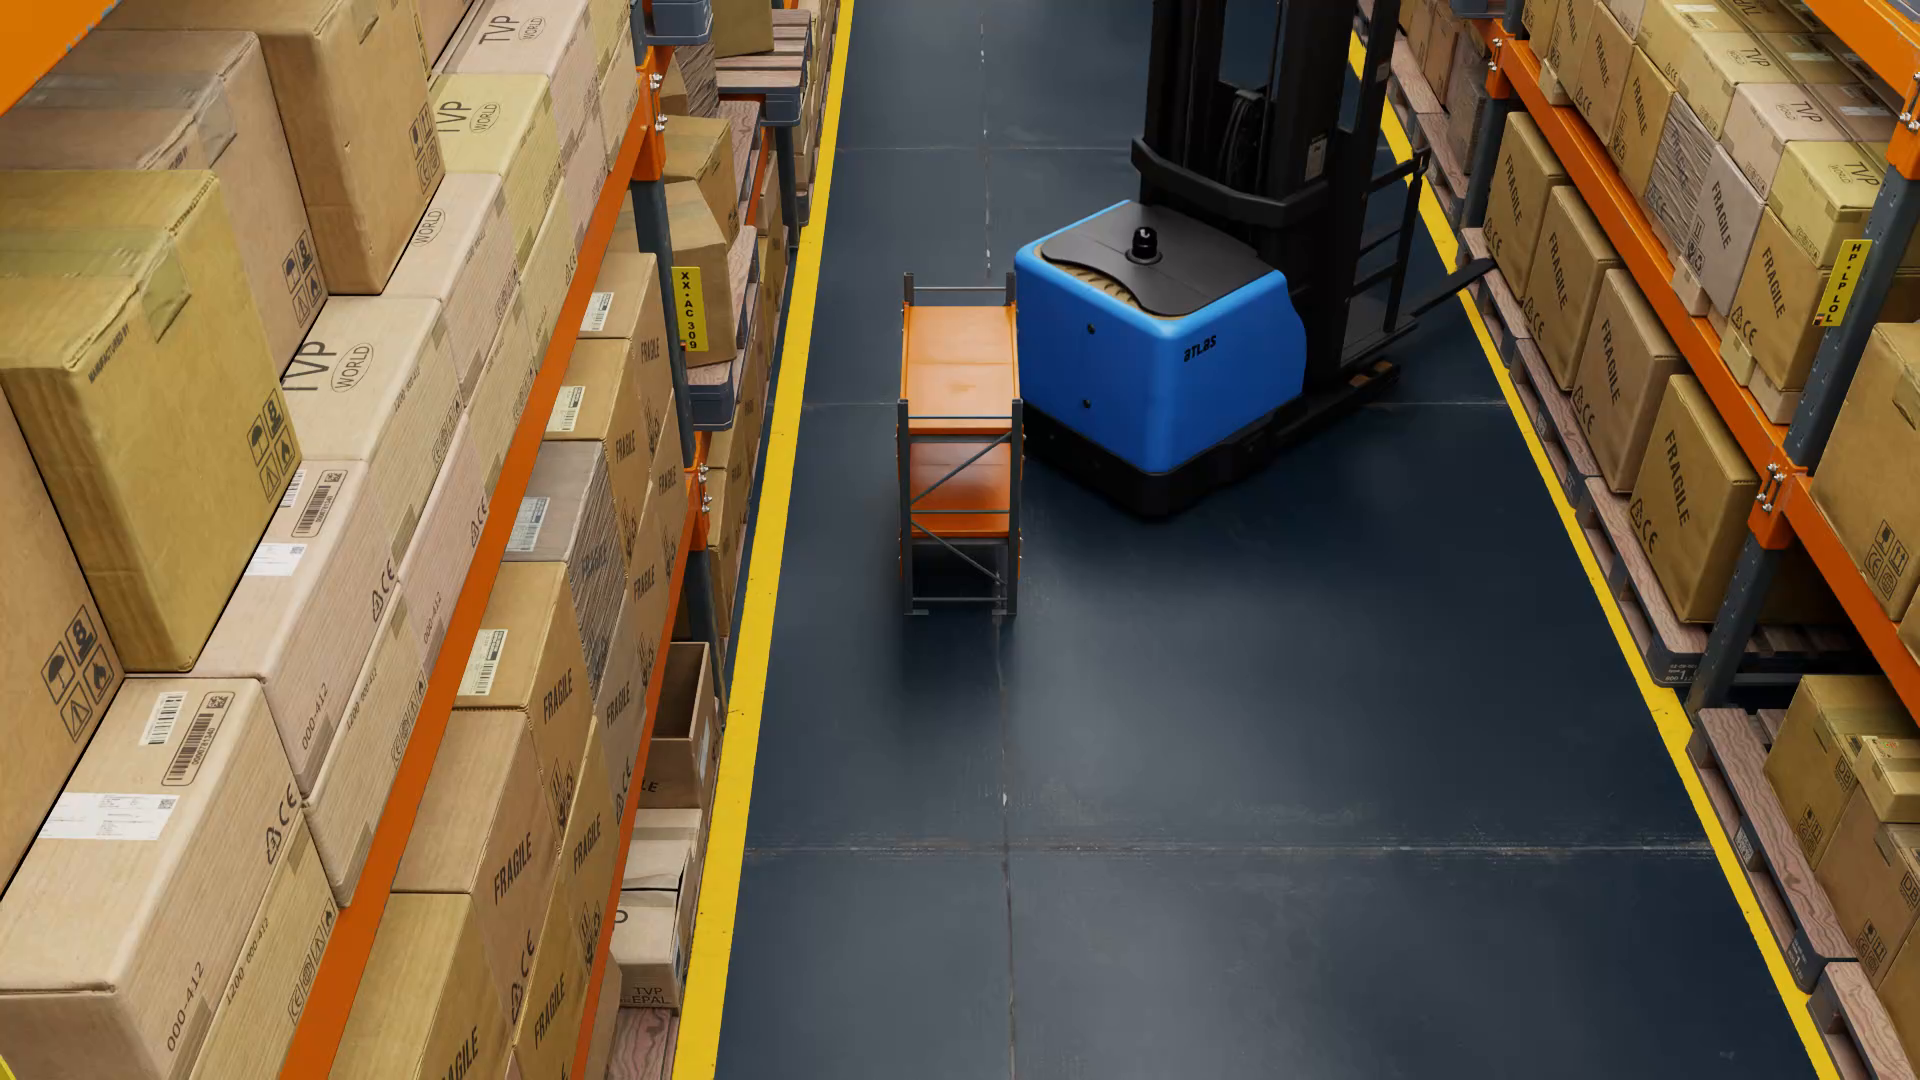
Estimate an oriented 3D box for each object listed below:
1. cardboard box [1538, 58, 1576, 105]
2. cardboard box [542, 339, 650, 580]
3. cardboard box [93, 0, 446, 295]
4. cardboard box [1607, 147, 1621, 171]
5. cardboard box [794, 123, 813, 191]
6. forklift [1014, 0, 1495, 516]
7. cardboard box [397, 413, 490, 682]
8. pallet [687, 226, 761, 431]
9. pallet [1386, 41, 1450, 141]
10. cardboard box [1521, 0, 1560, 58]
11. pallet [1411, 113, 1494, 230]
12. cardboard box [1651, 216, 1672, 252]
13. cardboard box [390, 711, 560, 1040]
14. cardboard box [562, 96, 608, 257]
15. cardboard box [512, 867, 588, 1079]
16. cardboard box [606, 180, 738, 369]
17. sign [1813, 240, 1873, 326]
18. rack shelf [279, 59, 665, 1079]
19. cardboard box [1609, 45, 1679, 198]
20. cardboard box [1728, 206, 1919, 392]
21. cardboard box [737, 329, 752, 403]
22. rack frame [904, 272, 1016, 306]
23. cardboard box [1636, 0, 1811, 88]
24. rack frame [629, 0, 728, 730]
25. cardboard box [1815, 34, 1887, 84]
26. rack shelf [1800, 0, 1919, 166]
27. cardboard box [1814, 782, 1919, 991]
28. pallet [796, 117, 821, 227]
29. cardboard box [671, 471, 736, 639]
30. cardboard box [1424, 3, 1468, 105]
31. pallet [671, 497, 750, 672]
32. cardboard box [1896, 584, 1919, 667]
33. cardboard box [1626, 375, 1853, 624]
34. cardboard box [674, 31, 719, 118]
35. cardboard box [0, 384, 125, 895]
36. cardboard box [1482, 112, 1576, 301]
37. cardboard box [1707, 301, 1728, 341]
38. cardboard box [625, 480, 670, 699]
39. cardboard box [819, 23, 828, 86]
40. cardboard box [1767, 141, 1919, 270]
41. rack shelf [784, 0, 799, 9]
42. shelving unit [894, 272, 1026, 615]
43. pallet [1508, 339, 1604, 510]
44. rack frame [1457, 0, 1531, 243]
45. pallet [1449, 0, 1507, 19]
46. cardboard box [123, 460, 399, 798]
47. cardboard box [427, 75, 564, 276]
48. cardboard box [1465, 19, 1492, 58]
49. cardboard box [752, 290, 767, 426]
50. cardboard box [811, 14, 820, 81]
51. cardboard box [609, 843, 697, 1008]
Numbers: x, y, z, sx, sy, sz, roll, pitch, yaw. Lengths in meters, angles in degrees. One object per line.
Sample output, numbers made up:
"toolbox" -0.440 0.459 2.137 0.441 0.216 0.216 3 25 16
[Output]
"cardboard box" 3.166 -2.324 8.436 0.380 0.149 0.250 1 39 1
"cardboard box" -1.197 -0.229 4.758 0.500 0.500 0.500 -1 39 -1
"cardboard box" -1.402 -0.794 3.064 0.700 0.500 0.500 0 39 0
"cardboard box" 3.288 -1.843 7.836 0.380 0.149 0.250 1 39 1
"cardboard box" -1.171 -2.357 10.155 0.500 0.250 0.500 0 39 0
"forklift" 1.666 -2.051 7.965 3.031 2.935 1.130 -30 47 -32
"cardboard box" -1.191 0.006 3.065 0.500 0.250 0.500 0 39 0
"pallet" -1.351 -0.861 6.580 1.003 0.211 1.213 0 39 0
"pallet" 3.492 -3.105 11.456 1.003 0.211 1.213 0 39 0
"cardboard box" 3.234 -2.803 8.515 0.500 0.500 0.500 1 39 1
"pallet" 3.490 -2.344 10.507 1.003 0.211 1.213 0 39 0
"cardboard box" 3.253 -1.358 7.231 0.380 0.149 0.250 -1 39 -1
"cardboard box" -1.195 0.718 3.576 0.500 0.500 0.500 0 39 1
"cardboard box" -1.203 -0.932 4.236 0.500 0.250 0.500 0 39 0
"cardboard box" -1.195 1.112 3.884 0.500 0.500 0.500 0 39 0
"cardboard box" -1.236 -0.936 6.103 0.700 0.500 0.500 -13 40 -15
"sign" 2.952 -0.857 5.558 0.100 0.325 0.005 0 39 0
"rack shelf" -1.457 -0.076 3.622 1.077 0.370 4.000 0 39 0
"cardboard box" 3.233 -1.839 7.313 0.500 0.500 0.500 1 39 1
"cardboard box" 3.242 -0.894 6.133 0.500 0.500 0.500 -1 39 -1
"cardboard box" -1.217 -0.853 7.464 0.500 0.250 0.500 0 39 0
"rack frame" -0.001 -0.753 7.790 0.500 1.125 0.032 0 39 0
"cardboard box" 3.245 -2.147 7.097 0.500 0.250 0.500 -1 39 -1
"rack frame" -1.459 -0.436 5.896 1.000 3.000 0.127 0 39 0
"cardboard box" 3.741 -1.826 6.697 0.500 0.250 0.500 -1 39 -2
"rack shelf" 3.492 -2.583 6.751 1.077 0.370 4.000 0 39 0
"cardboard box" 3.390 1.151 5.578 0.700 0.500 0.500 0 39 -1
"pallet" -1.426 -2.365 10.532 1.003 0.211 1.213 0 39 0
"cardboard box" -1.216 0.065 6.918 0.500 0.500 0.500 -2 39 -2
"cardboard box" 3.523 -3.223 11.020 0.700 0.500 0.500 0 39 0
"pallet" -1.498 0.143 7.403 1.003 0.211 1.213 0 39 0
"cardboard box" 3.474 0.236 4.817 0.980 0.700 0.700 -1 39 -1
"cardboard box" 3.364 -0.174 6.951 0.750 0.750 0.750 0 39 0
"cardboard box" -1.540 -2.175 7.650 0.700 0.500 0.500 7 39 8
"cardboard box" -1.472 0.144 1.894 0.700 0.500 0.500 0 39 0
"cardboard box" 3.359 -1.809 8.992 0.750 0.750 0.750 -1 39 -1
"cardboard box" 3.232 -0.883 6.638 0.380 0.149 0.250 1 39 1
"cardboard box" -1.200 0.159 5.073 0.500 0.500 0.500 1 39 1
"cardboard box" -1.179 -3.317 11.353 0.500 0.250 0.500 1 39 1
"cardboard box" 3.238 -1.190 5.903 0.500 0.250 0.500 1 39 1
"rack shelf" -1.466 -3.908 10.803 1.077 0.370 4.000 0 39 0
"shelving unit" 0.000 -0.435 7.393 0.538 1.125 1.048 0 39 0
"pallet" 3.414 -0.602 8.332 1.003 0.211 1.213 0 39 0
"rack frame" 3.490 -2.944 9.025 1.000 3.000 0.127 0 39 0
"pallet" 3.382 -3.315 9.641 1.213 0.211 1.003 0 39 0
"cardboard box" -1.189 0.124 2.518 0.500 0.250 0.500 0 39 0
"cardboard box" -1.192 -0.814 3.689 0.500 0.250 0.500 0 39 0
"cardboard box" 3.499 -3.239 10.441 0.500 0.250 0.500 1 39 1
"cardboard box" -1.221 -0.898 8.119 0.500 0.500 0.500 -1 39 -2
"cardboard box" -1.178 -3.223 10.787 0.500 0.311 0.500 -1 39 -1
"cardboard box" -1.174 1.266 5.570 0.500 0.311 0.500 0 39 0
